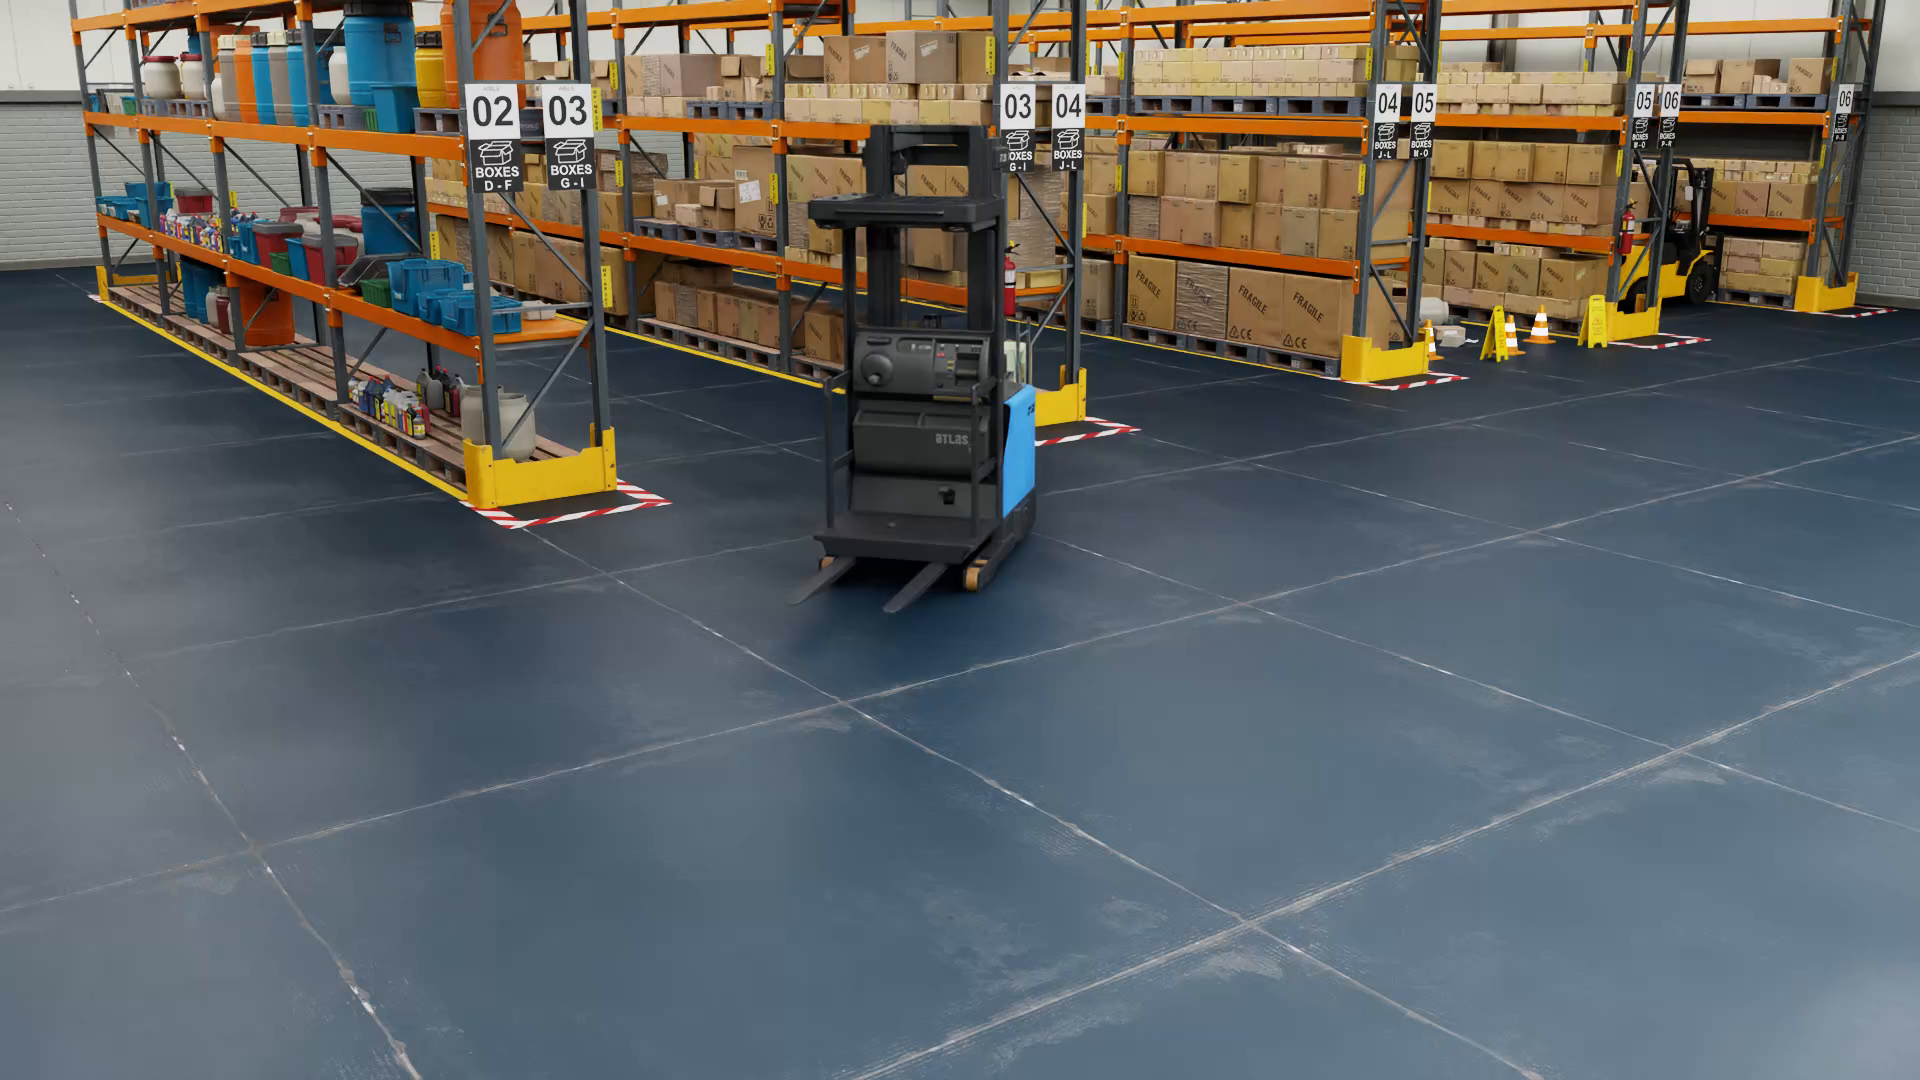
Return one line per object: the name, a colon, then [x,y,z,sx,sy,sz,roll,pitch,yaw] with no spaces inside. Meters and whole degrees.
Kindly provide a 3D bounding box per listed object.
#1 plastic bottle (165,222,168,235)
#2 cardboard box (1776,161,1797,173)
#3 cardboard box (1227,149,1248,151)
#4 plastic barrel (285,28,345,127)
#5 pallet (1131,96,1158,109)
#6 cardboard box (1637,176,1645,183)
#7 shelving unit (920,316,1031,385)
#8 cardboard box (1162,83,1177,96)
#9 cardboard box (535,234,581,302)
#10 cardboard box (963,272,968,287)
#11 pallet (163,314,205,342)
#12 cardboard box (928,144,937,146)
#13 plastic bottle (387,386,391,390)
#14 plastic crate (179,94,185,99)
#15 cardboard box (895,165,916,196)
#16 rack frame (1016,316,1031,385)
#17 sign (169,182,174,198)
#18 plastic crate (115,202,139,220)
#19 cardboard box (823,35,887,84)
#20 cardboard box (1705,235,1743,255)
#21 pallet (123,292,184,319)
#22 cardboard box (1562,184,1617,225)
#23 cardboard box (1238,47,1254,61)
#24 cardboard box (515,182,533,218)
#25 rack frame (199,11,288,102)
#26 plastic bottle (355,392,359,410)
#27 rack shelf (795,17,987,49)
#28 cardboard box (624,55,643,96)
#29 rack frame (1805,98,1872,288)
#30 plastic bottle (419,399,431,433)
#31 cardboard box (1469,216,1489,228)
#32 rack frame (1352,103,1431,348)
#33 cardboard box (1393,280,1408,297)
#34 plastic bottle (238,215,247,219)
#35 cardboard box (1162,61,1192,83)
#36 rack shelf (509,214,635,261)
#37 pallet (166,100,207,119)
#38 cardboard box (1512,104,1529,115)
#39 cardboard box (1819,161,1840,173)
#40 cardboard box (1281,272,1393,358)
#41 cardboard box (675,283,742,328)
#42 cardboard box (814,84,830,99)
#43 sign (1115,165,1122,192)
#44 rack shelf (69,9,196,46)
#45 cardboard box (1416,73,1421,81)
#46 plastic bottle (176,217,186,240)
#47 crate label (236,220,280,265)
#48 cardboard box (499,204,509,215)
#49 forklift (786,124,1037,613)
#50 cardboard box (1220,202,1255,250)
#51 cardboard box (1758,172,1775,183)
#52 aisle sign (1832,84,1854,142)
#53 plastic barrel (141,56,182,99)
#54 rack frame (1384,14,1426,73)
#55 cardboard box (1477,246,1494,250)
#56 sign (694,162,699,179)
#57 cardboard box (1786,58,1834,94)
plastic bottle: [-10.295,-4.072,21.647,0.097,0.201,0.097,0,15,0]
cardboard box: [12.213,-5.474,24.414,0.380,0.149,0.250,-11,19,-34]
cardboard box: [4.540,-6.155,27.336,0.500,0.500,0.500,-12,19,-36]
plastic barrel: [-6.098,-4.417,15.902,0.600,0.901,0.708,-11,19,-35]
pallet: [3.626,-7.300,27.742,1.213,0.211,1.003,-10,18,-32]
cardboard box: [10.782,-5.537,26.433,0.500,0.500,0.500,-10,18,-34]
shelving unit: [0.119,-0.945,12.688,0.755,1.500,0.431,4,16,14]
cardboard box: [2.693,-5.508,20.329,0.380,0.149,0.250,-11,19,-35]
cardboard box: [-5.402,-3.985,24.182,1.225,0.875,0.875,-12,19,-36]
cardboard box: [0.254,-2.530,16.113,0.380,0.149,0.250,-11,19,-35]
pallet: [-9.907,-2.846,22.075,1.003,0.211,1.213,-11,19,-35]
cardboard box: [-0.295,-7.798,32.802,0.500,0.500,0.500,-11,19,-36]
plastic bottle: [-5.301,-1.301,15.483,0.097,0.271,0.097,0,15,0]
plastic crate: [-10.835,-6.054,23.078,0.497,0.269,0.590,-11,19,-35]
cardboard box: [-0.379,-3.535,16.662,0.500,0.500,0.500,-11,19,-35]
rack frame: [0.474,-0.921,12.599,0.023,1.500,0.400,4,16,14]
sign: [-12.243,-5.384,25.756,0.100,0.325,0.005,-11,19,-35]
plastic crate: [-11.849,-4.716,23.827,0.416,0.233,0.300,-11,19,-35]
cardboard box: [-1.146,-5.246,18.179,0.500,0.500,0.500,-12,19,-36]
cardboard box: [11.631,-4.501,25.358,0.500,0.250,0.500,-11,19,-34]
pallet: [-11.512,-3.429,24.205,1.003,0.211,1.213,-11,19,-35]
cardboard box: [8.209,-4.372,21.614,0.500,0.500,0.500,-11,19,-36]
cardboard box: [3.437,-5.623,19.237,0.380,0.149,0.250,-11,19,-34]
cardboard box: [-6.252,-5.042,24.627,0.500,0.500,0.500,-11,19,-34]
rack frame: [-7.975,-6.402,18.420,1.000,3.000,0.127,-11,19,-35]
plastic bottle: [-5.671,-1.337,15.746,0.097,0.201,0.097,0,15,0]
rack shelf: [-1.073,-7.806,25.671,1.077,0.370,4.000,-11,19,-35]
cardboard box: [-3.900,-5.873,21.033,0.500,0.500,0.500,-11,19,-34]
rack frame: [12.764,-4.878,24.217,1.000,3.000,0.127,-11,19,-35]
plastic bottle: [-4.746,-1.101,14.728,0.061,0.283,0.133,-11,19,-35]
cardboard box: [7.240,-4.399,22.941,0.380,0.149,0.250,-11,19,-35]
rack frame: [4.807,-3.317,18.513,1.000,3.000,0.127,-11,19,-35]
cardboard box: [6.528,-3.669,24.214,0.500,0.250,0.500,-12,19,-37]
plastic bottle: [-9.243,-4.054,21.441,0.152,0.276,0.135,-11,19,-35]
cardboard box: [2.814,-5.684,20.217,0.500,0.250,0.500,-11,19,-35]
rack shelf: [-5.145,-4.357,23.676,1.077,0.370,4.000,-11,19,-35]
pallet: [-9.118,-5.324,20.522,1.003,0.211,1.213,-11,19,-35]
cardboard box: [7.585,-5.743,22.171,0.380,0.149,0.250,-11,19,-36]
cardboard box: [12.739,-5.488,24.462,0.380,0.149,0.250,-11,19,-36]
cardboard box: [4.354,-2.629,19.230,0.875,0.875,0.875,-11,19,-34]
cardboard box: [-3.222,-3.027,21.356,0.700,0.500,0.500,-13,20,-39]
cardboard box: [-1.320,-4.765,17.649,0.380,0.149,0.250,-11,19,-34]
sign: [2.022,-4.605,21.176,0.100,0.325,0.005,-11,19,-35]
rack shelf: [-11.503,-7.143,23.249,1.077,0.370,4.000,-11,19,-35]
cardboard box: [6.497,-6.502,23.435,0.380,0.149,0.250,-10,18,-33]
plastic bottle: [-9.818,-3.947,21.049,0.152,0.276,0.135,-11,19,-35]
crate label: [-7.610,-3.271,18.278,0.502,0.435,0.616,-11,19,-35]
cardboard box: [-6.765,-5.024,25.227,0.380,0.149,0.250,-11,19,-34]
forklift: [-0.311,-1.186,10.858,1.130,2.935,3.031,4,16,15]
cardboard box: [3.638,-3.821,20.072,0.875,0.550,0.500,-11,19,-35]
cardboard box: [12.056,-5.385,24.650,0.380,0.149,0.250,-10,18,-34]
aisle sign: [12.565,-6.072,23.656,0.394,0.787,0.004,-11,19,-35]
plastic barrel: [-10.220,-5.926,21.310,0.433,0.535,0.433,0,15,0]
rack frame: [6.399,-7.855,23.728,1.000,3.000,0.127,-11,19,-35]
cardboard box: [7.566,-3.897,23.626,0.500,0.500,0.500,-10,18,-32]
sign: [-3.535,-4.883,22.193,0.100,0.325,0.005,-11,19,-35]
cardboard box: [12.307,-6.681,23.946,0.500,0.500,0.500,-10,18,-33]
